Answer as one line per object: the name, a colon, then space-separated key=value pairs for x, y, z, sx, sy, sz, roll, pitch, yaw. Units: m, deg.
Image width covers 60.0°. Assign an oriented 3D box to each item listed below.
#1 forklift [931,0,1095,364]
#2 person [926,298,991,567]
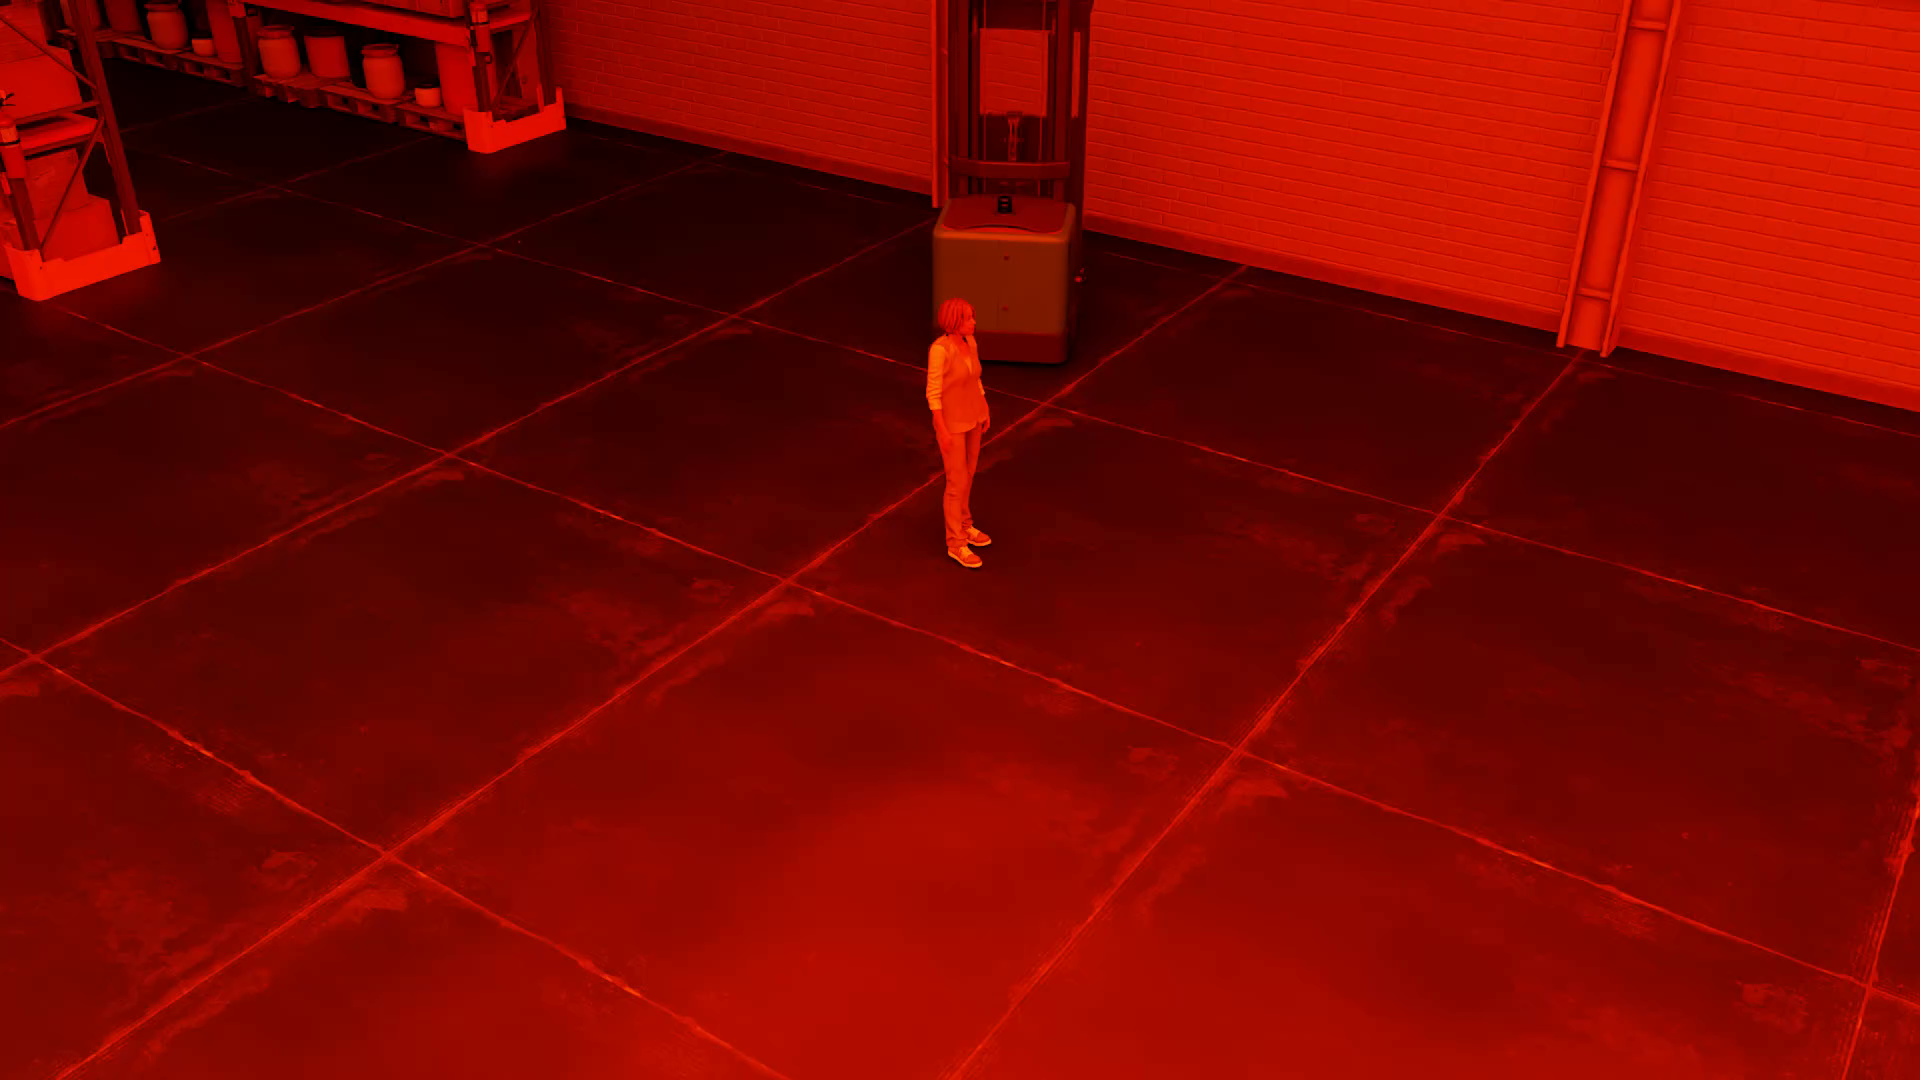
forklift: x=0.481 y=-3.330 z=13.315 sx=1.130 sy=2.935 sz=3.031 roll=4 pitch=30 yaw=6
person: x=0.054 y=-0.670 z=10.049 sx=0.473 sy=1.599 sz=0.520 roll=19 pitch=35 yaw=29
